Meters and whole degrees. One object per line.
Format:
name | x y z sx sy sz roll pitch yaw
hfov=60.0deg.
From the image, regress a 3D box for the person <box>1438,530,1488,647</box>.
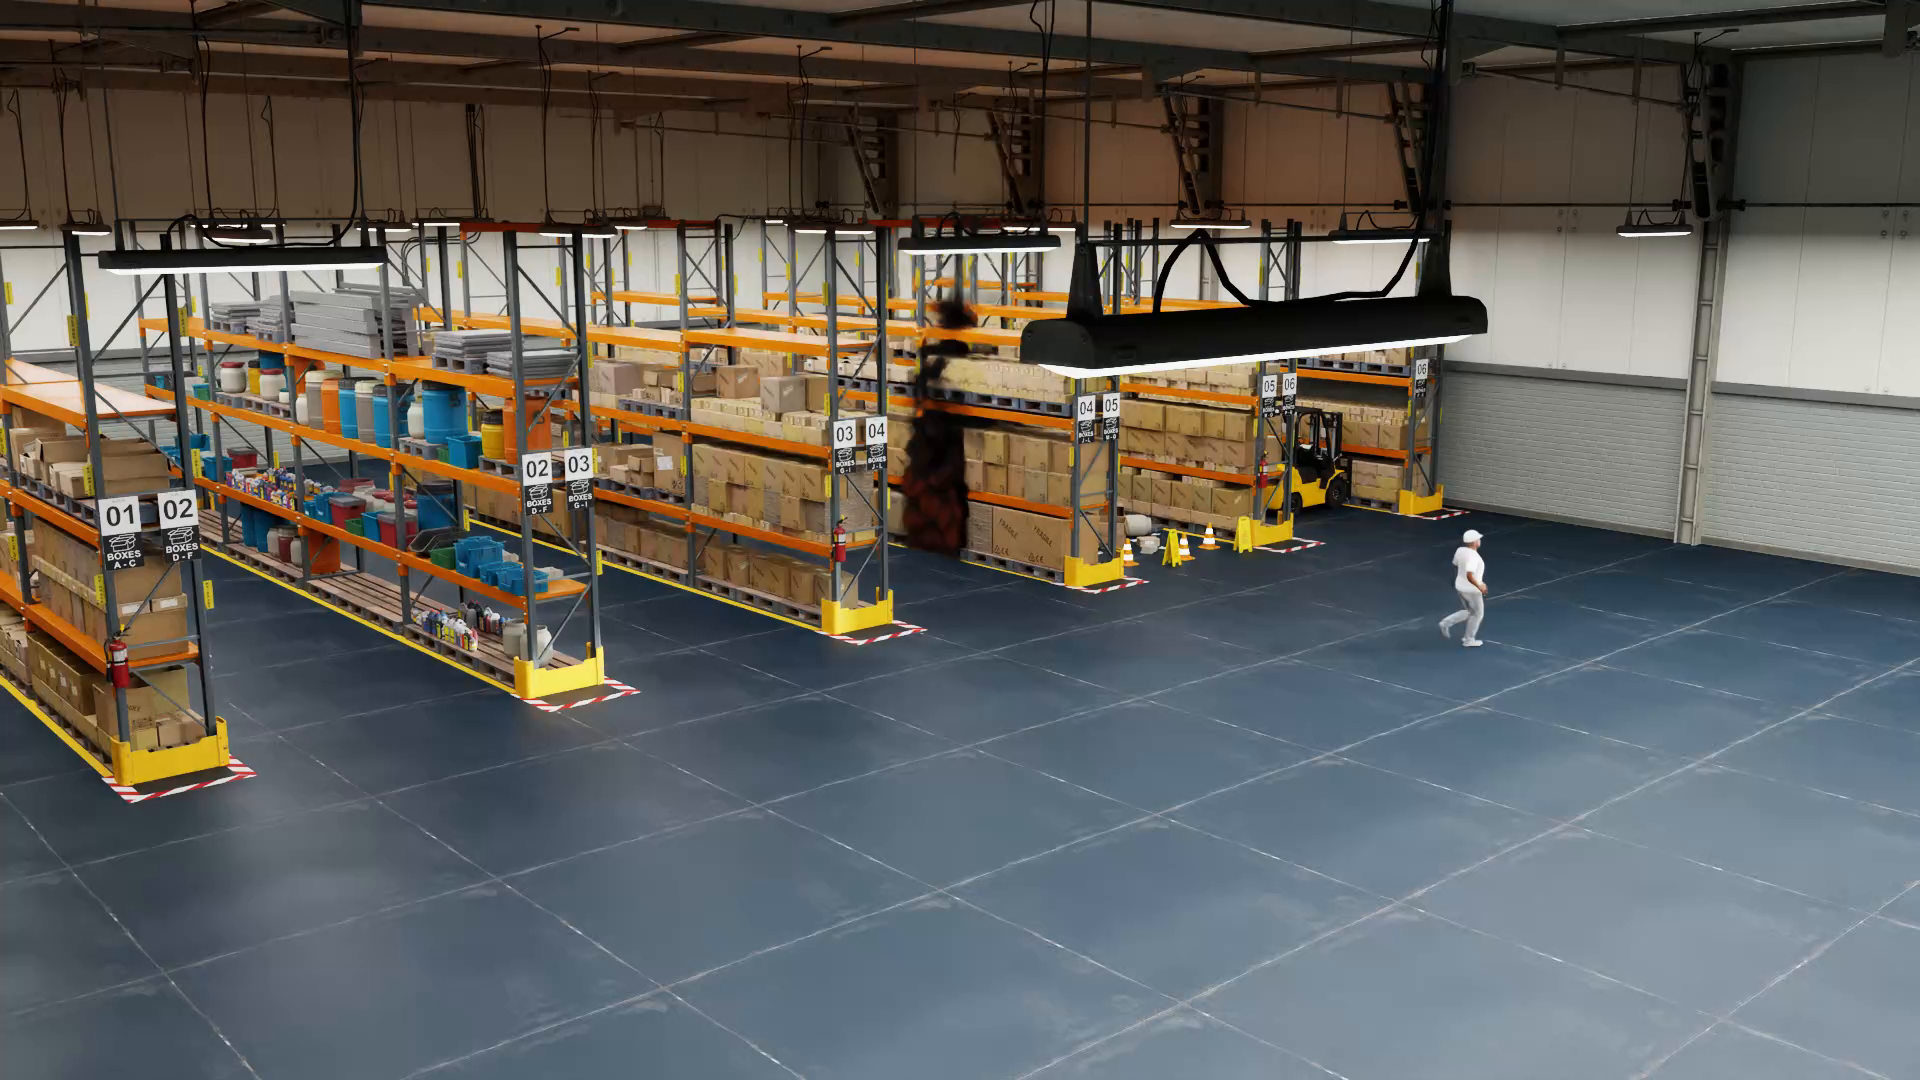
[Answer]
person | 7.306 0.704 24.016 0.671 1.727 0.696 -1 12 -7
